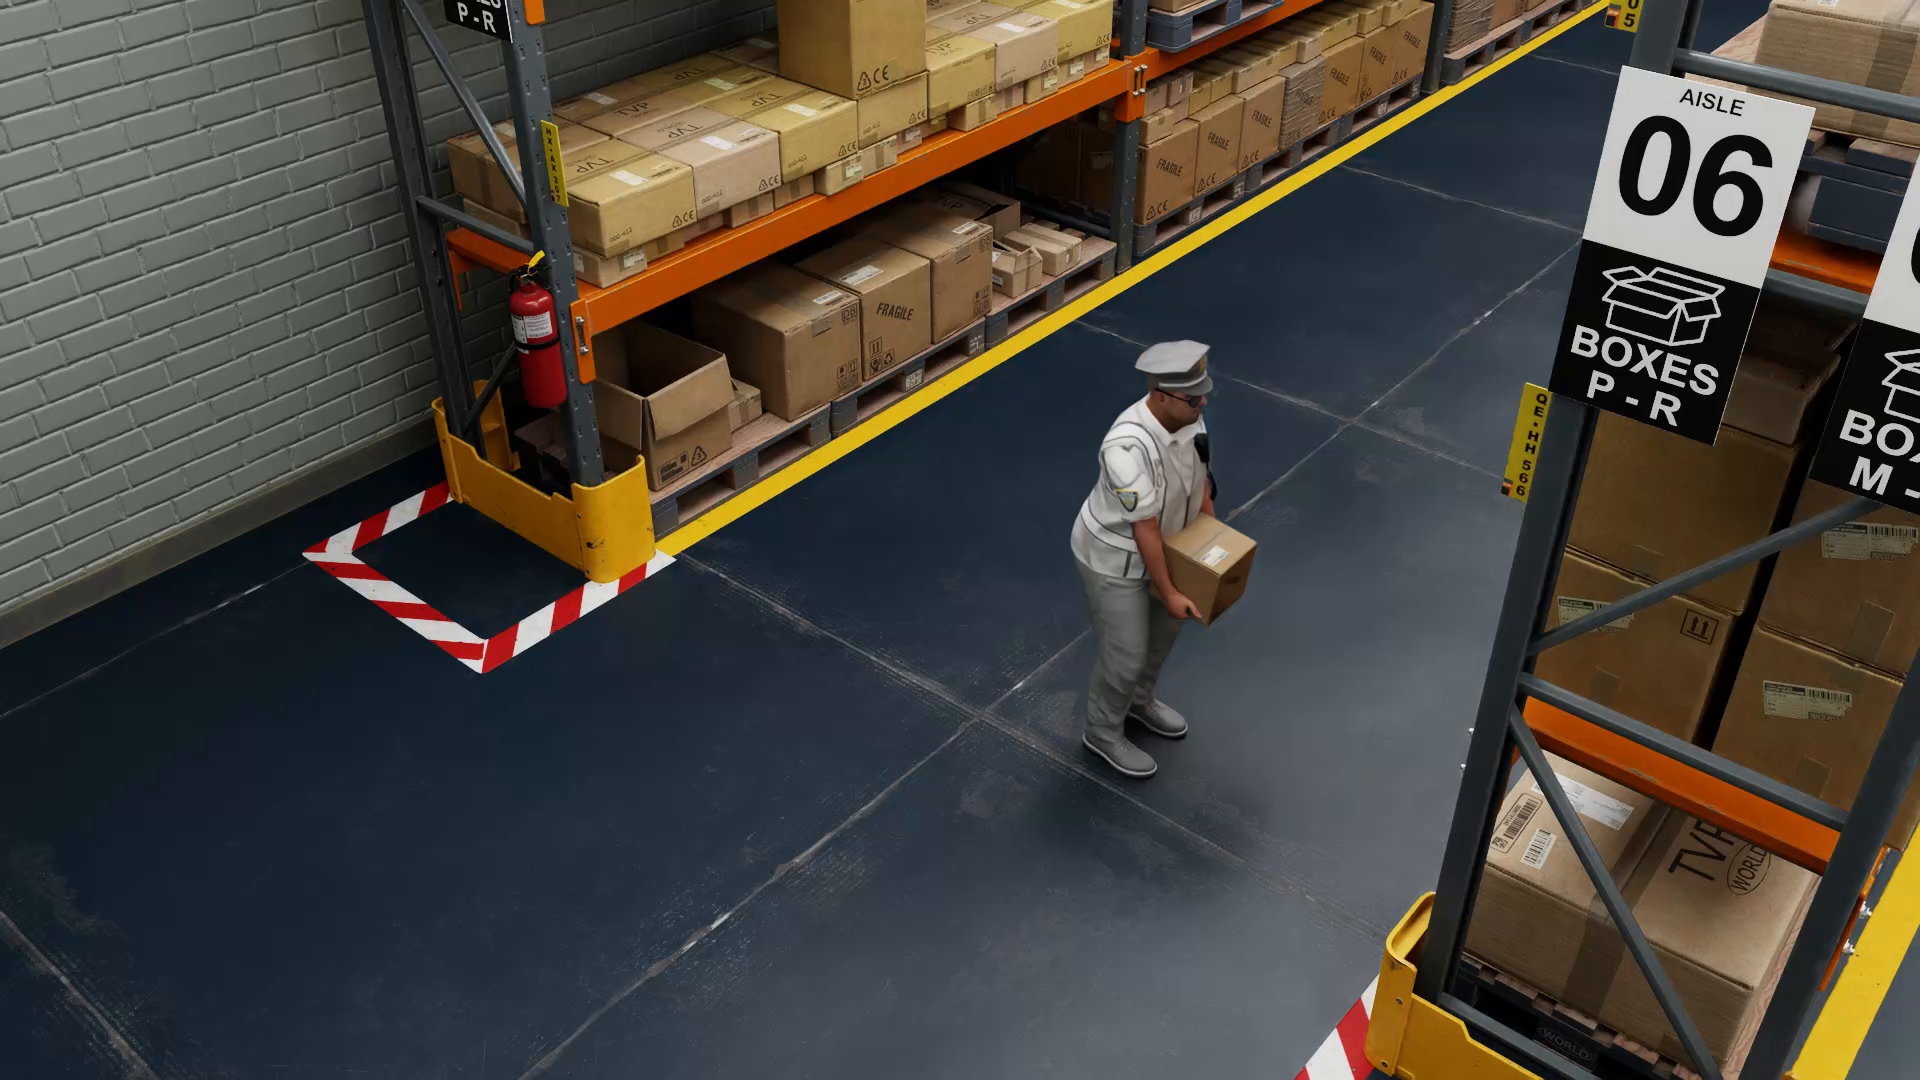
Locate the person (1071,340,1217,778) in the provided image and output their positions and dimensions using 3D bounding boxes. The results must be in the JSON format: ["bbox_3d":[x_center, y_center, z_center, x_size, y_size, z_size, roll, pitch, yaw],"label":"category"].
[{"bbox_3d":[0.711,0.070,6.046,0.588,1.750,0.487,25,42,31],"label":"person"}]
